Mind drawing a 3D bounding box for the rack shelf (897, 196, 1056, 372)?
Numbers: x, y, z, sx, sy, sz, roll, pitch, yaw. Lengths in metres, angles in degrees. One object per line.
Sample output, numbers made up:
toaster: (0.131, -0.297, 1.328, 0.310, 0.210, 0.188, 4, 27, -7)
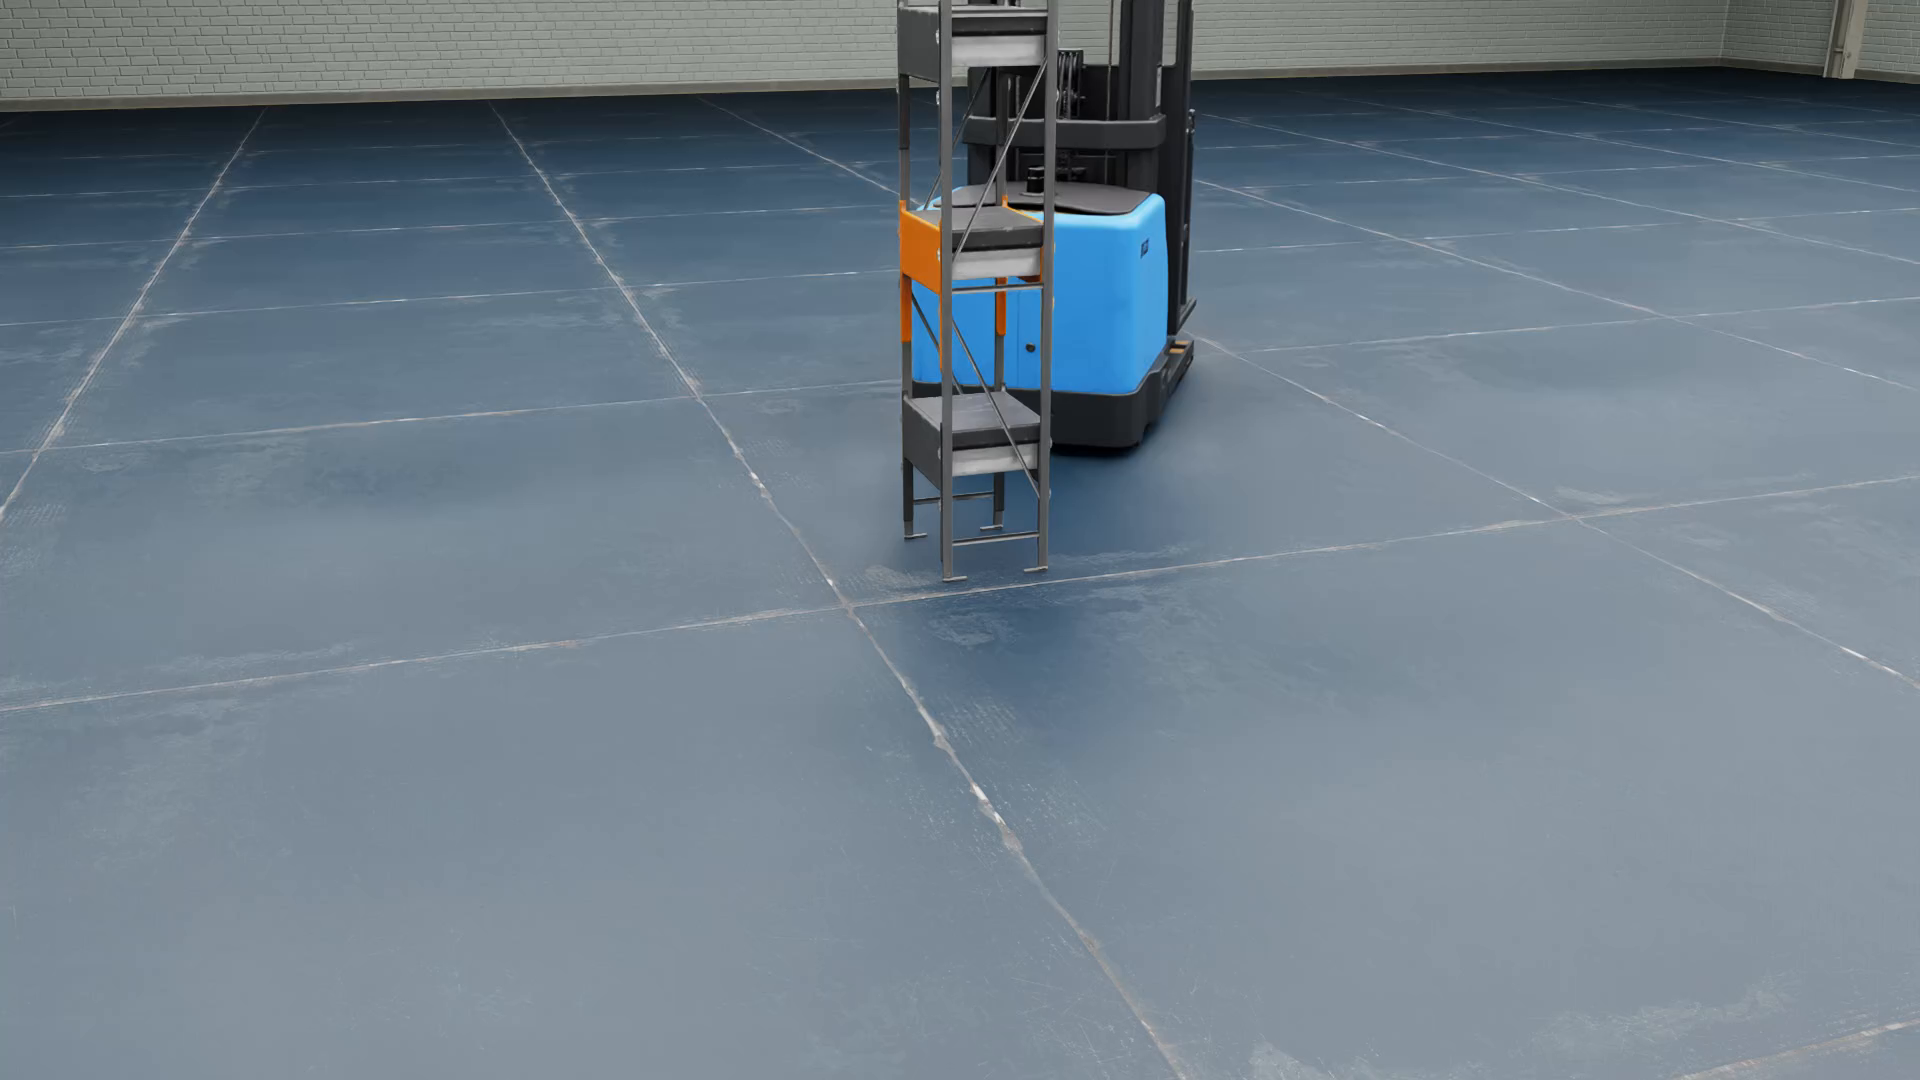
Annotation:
rack shelf: (0.052, -0.922, 5.918, 0.431, 0.518, 0.480, -6, 21, -17)

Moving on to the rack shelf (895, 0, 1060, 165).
rack shelf: (0.052, -1.581, 5.682, 0.431, 0.518, 0.480, -6, 21, -17)

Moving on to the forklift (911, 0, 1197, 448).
forklift: (0.639, -2.251, 8.347, 1.130, 2.935, 3.031, 5, 20, 14)

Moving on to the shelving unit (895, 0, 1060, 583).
shelving unit: (0.052, -0.935, 5.914, 0.431, 2.100, 0.503, -6, 21, -17)

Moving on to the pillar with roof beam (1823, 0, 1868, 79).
pillar with roof beam: (10.928, -11.679, 25.620, 9.100, 9.000, 0.400, -6, 21, -17)

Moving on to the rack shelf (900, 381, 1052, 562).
rack shelf: (0.052, -0.263, 6.155, 0.431, 0.518, 0.480, -6, 21, -17)

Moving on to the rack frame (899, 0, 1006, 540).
rack frame: (-0.025, -1.013, 6.132, 0.400, 2.100, 0.015, -6, 21, -17)

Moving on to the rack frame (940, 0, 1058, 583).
rack frame: (0.129, -0.857, 5.696, 0.400, 2.100, 0.015, -6, 21, -17)
